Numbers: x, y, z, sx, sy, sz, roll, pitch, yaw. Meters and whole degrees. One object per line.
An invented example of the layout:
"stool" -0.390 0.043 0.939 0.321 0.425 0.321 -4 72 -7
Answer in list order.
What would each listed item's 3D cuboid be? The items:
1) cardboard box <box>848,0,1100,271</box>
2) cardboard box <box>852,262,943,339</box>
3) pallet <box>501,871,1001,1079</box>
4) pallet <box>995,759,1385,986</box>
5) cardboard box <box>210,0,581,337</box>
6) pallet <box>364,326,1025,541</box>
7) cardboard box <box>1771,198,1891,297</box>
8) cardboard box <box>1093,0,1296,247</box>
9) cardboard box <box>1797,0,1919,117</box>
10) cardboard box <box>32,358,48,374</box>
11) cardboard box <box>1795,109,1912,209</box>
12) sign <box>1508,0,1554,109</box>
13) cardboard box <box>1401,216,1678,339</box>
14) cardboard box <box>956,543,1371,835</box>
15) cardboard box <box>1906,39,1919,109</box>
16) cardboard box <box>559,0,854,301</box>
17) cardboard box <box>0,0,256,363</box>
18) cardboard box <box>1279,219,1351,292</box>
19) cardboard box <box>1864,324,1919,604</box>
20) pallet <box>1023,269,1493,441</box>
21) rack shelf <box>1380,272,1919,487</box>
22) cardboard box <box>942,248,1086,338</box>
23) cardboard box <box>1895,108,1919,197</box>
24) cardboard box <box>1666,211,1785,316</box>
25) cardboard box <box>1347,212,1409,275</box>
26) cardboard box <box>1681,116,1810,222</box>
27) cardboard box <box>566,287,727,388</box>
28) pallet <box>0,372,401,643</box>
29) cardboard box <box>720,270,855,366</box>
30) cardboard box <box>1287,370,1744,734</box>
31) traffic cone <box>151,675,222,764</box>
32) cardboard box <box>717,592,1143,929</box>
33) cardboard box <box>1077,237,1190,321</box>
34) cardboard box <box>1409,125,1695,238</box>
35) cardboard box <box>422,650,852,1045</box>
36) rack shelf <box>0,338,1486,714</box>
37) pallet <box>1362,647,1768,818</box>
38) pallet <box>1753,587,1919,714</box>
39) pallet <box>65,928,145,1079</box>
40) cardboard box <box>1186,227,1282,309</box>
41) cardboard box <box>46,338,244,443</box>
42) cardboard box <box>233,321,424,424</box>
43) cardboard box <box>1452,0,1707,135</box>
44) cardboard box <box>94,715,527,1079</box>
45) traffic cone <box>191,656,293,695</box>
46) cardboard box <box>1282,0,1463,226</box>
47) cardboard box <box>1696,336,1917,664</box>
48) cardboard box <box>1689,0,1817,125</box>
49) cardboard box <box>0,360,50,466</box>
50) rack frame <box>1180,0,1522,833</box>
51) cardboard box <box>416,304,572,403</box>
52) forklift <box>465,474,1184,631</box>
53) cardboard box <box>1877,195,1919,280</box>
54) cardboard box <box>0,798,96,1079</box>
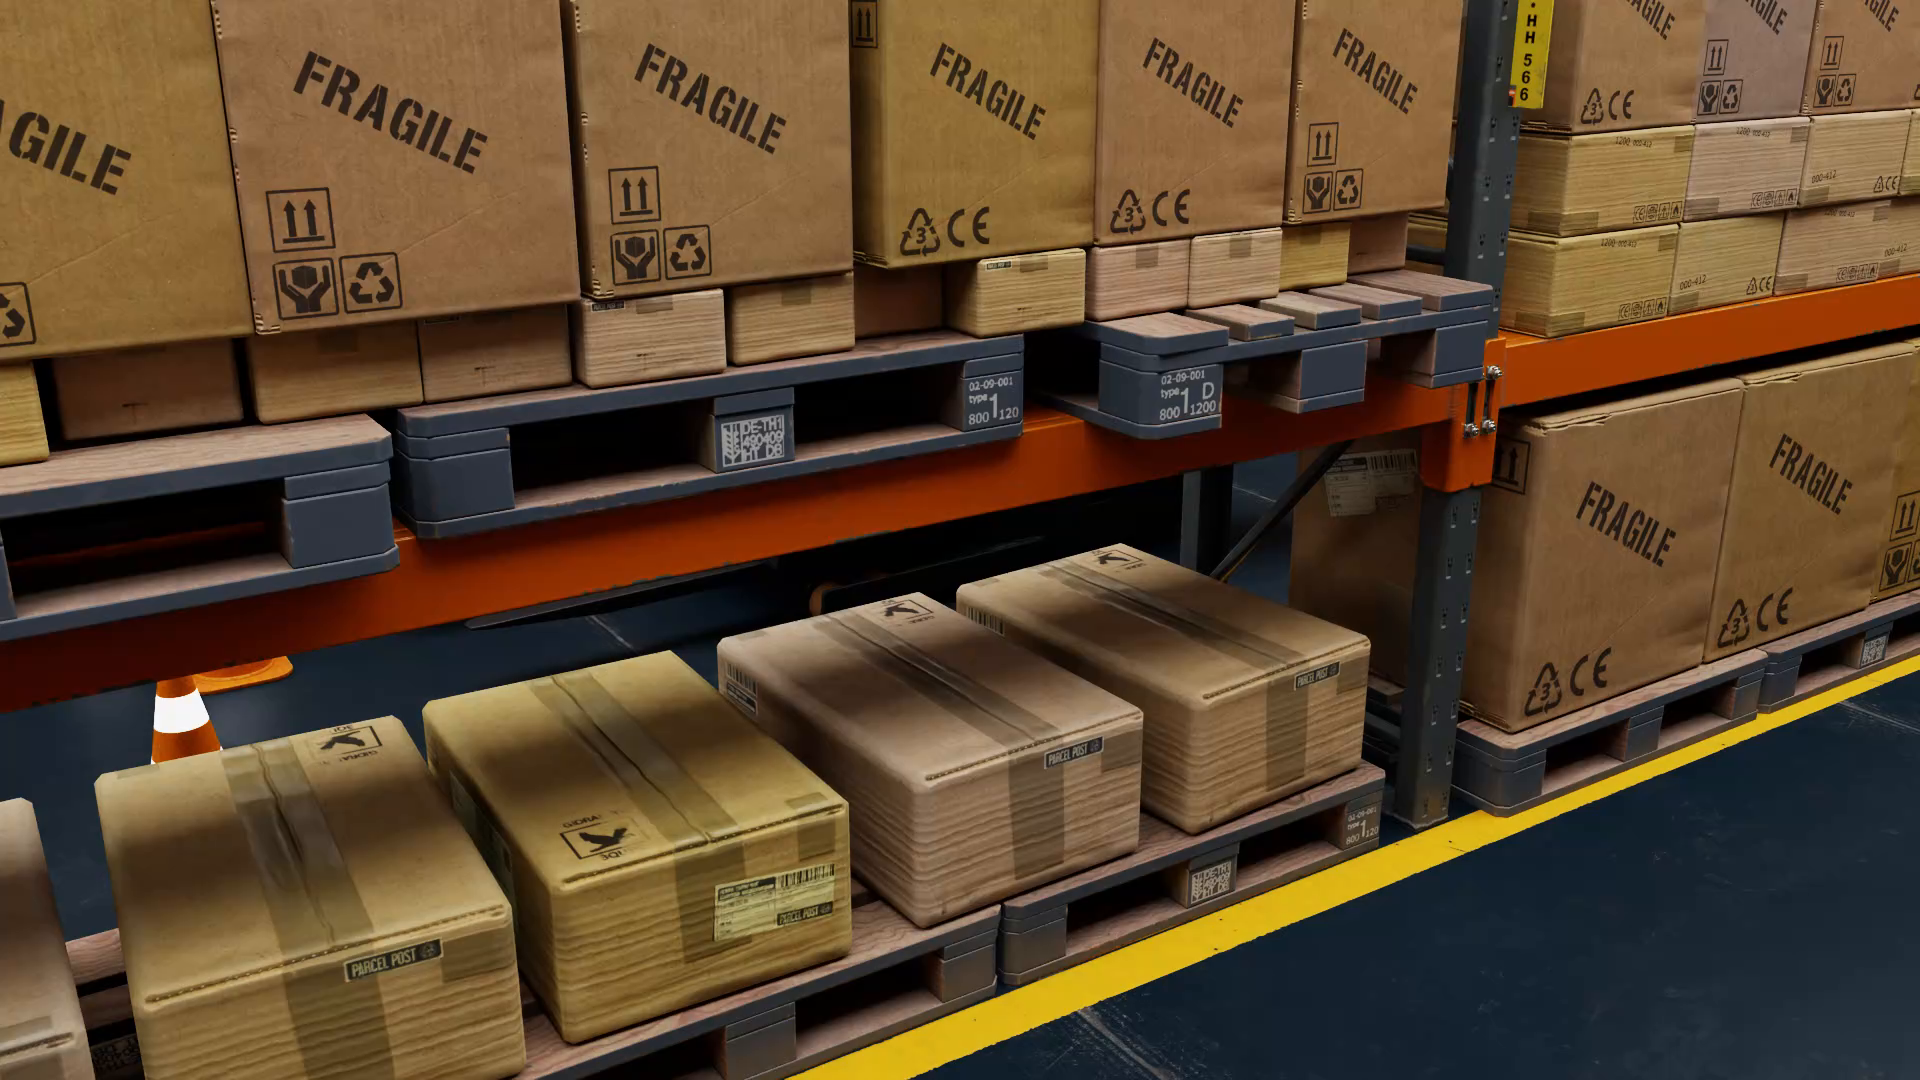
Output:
"cardboard box" -0.080 -0.833 3.249 0.500 0.500 0.500 -14 23 -35
"cardboard box" -0.237 -0.515 3.321 0.250 0.149 0.380 -12 22 -31
"pallet" -0.678 0.888 3.788 1.213 0.211 1.003 -12 22 -31
"pallet" 0.340 0.675 4.419 1.213 0.211 1.003 -12 22 -31
"cardboard box" -0.960 -0.644 2.689 0.500 0.500 0.500 -12 22 -32
"pallet" -0.638 -0.333 3.346 1.213 0.211 1.003 -12 22 -31
"cardboard box" 2.401 -0.917 5.009 0.500 0.250 0.500 -11 22 -30
"cardboard box" 0.341 -0.922 3.513 0.500 0.500 0.500 -12 22 -32
"cardboard box" 2.389 -1.503 4.790 0.500 0.500 0.500 -11 22 -30
"cardboard box" -1.644 -0.420 3.040 0.250 0.149 0.380 -12 22 -32
"cardboard box" 2.408 -1.148 4.910 0.500 0.250 0.500 -12 22 -32
"sign" 1.300 -1.151 3.782 0.005 0.325 0.100 -12 22 -31
"cardboard box" 1.540 -0.731 4.459 0.500 0.250 0.500 -12 22 -32
"cardboard box" 0.516 0.359 4.446 0.625 0.372 0.950 -14 23 -35
"cardboard box" 2.812 -1.591 5.050 0.500 0.500 0.500 -12 22 -31
"cardboard box" -0.537 -0.737 2.966 0.500 0.500 0.500 -13 23 -34
"cardboard box" -1.380 -0.560 2.443 0.500 0.500 0.500 -12 22 -31
"cardboard box" 0.665 -0.676 3.798 0.250 0.149 0.380 -12 22 -31
"cardboard box" 3.110 -0.389 5.873 0.875 0.875 0.875 -11 22 -30
"pallet" 0.457 -0.539 3.954 1.003 0.211 1.213 -12 22 -31
"rack shelf" 2.664 -0.795 5.536 4.000 0.370 1.077 -12 22 -31
"cardboard box" 0.042 -0.525 3.352 0.250 0.149 0.380 -11 22 -30
"cardboard box" 2.838 -1.234 5.164 0.500 0.250 0.500 -11 22 -30
"cardboard box" 1.959 -0.827 4.740 0.500 0.250 0.500 -13 22 -33
"cardboard box" 0.849 -0.743 3.995 0.250 0.149 0.380 -11 22 -29
"cardboard box" 1.984 -1.063 4.660 0.500 0.250 0.500 -11 22 -30
"cardboard box" -0.608 -0.394 2.963 0.250 0.149 0.380 -11 22 -29
"pallet" -1.629 -0.084 2.609 1.213 0.211 1.003 -12 22 -31
"cardboard box" -0.402 -0.449 3.125 0.250 0.149 0.380 -13 22 -33
"cardboard box" 1.616 -0.075 4.946 0.875 0.875 0.875 -12 22 -32
"traffic cone" -2.082 0.530 4.455 0.334 0.463 0.336 -12 22 -31
"cardboard box" -0.096 0.491 4.055 0.625 0.372 0.950 -12 22 -32
"cardboard box" 0.264 -0.578 3.506 0.250 0.149 0.380 -13 23 -34
"cardboard box" 1.552 -0.973 4.391 0.500 0.250 0.500 -12 22 -32
"cardboard box" -0.733 0.623 3.665 0.625 0.372 0.950 -11 22 -30
"rack shelf" -0.677 -0.090 3.452 4.000 0.370 1.077 -12 22 -31
"pallet" 1.693 0.419 5.177 1.213 0.211 1.003 -12 22 -31
"pallet" 2.711 0.205 5.808 1.213 0.211 1.003 -12 22 -31
"pallet" -1.698 1.104 3.148 1.213 0.211 1.003 -12 22 -31
"cardboard box" 0.479 -0.620 3.631 0.250 0.149 0.380 -12 22 -32
"cardboard box" -1.304 -0.284 2.637 0.250 0.149 0.380 -10 21 -28
"cardboard box" -1.066 -0.318 2.738 0.250 0.149 0.380 -12 22 -31
"cardboard box" 1.540 -1.326 4.266 0.500 0.500 0.500 -13 22 -33
"cardboard box" -1.312 0.746 3.301 0.625 0.372 0.950 -10 21 -28
"traffic cone" -2.390 0.211 5.397 0.334 0.463 0.336 -12 22 -31
"cardboard box" 0.766 -1.016 3.791 0.500 0.500 0.500 -13 22 -33
"cardboard box" 2.363 -0.231 5.407 0.875 0.875 0.875 -12 22 -31
"cardboard box" 1.949 -1.416 4.532 0.500 0.500 0.500 -12 22 -31
"cardboard box" -1.499 -0.213 2.429 0.250 0.149 0.380 -11 22 -30
"rack frame" 0.993 -0.784 4.379 0.127 3.000 1.000 -12 22 -31
"cardboard box" -0.859 -0.361 2.865 0.250 0.149 0.380 -12 22 -31
"forklift" -0.509 -1.270 5.924 3.031 2.935 1.130 -13 23 -34
"cardboard box" 2.811 -1.005 5.269 0.500 0.250 0.500 -12 22 -31
"cardboard box" -1.911 0.874 2.924 0.625 0.372 0.950 -12 22 -31
